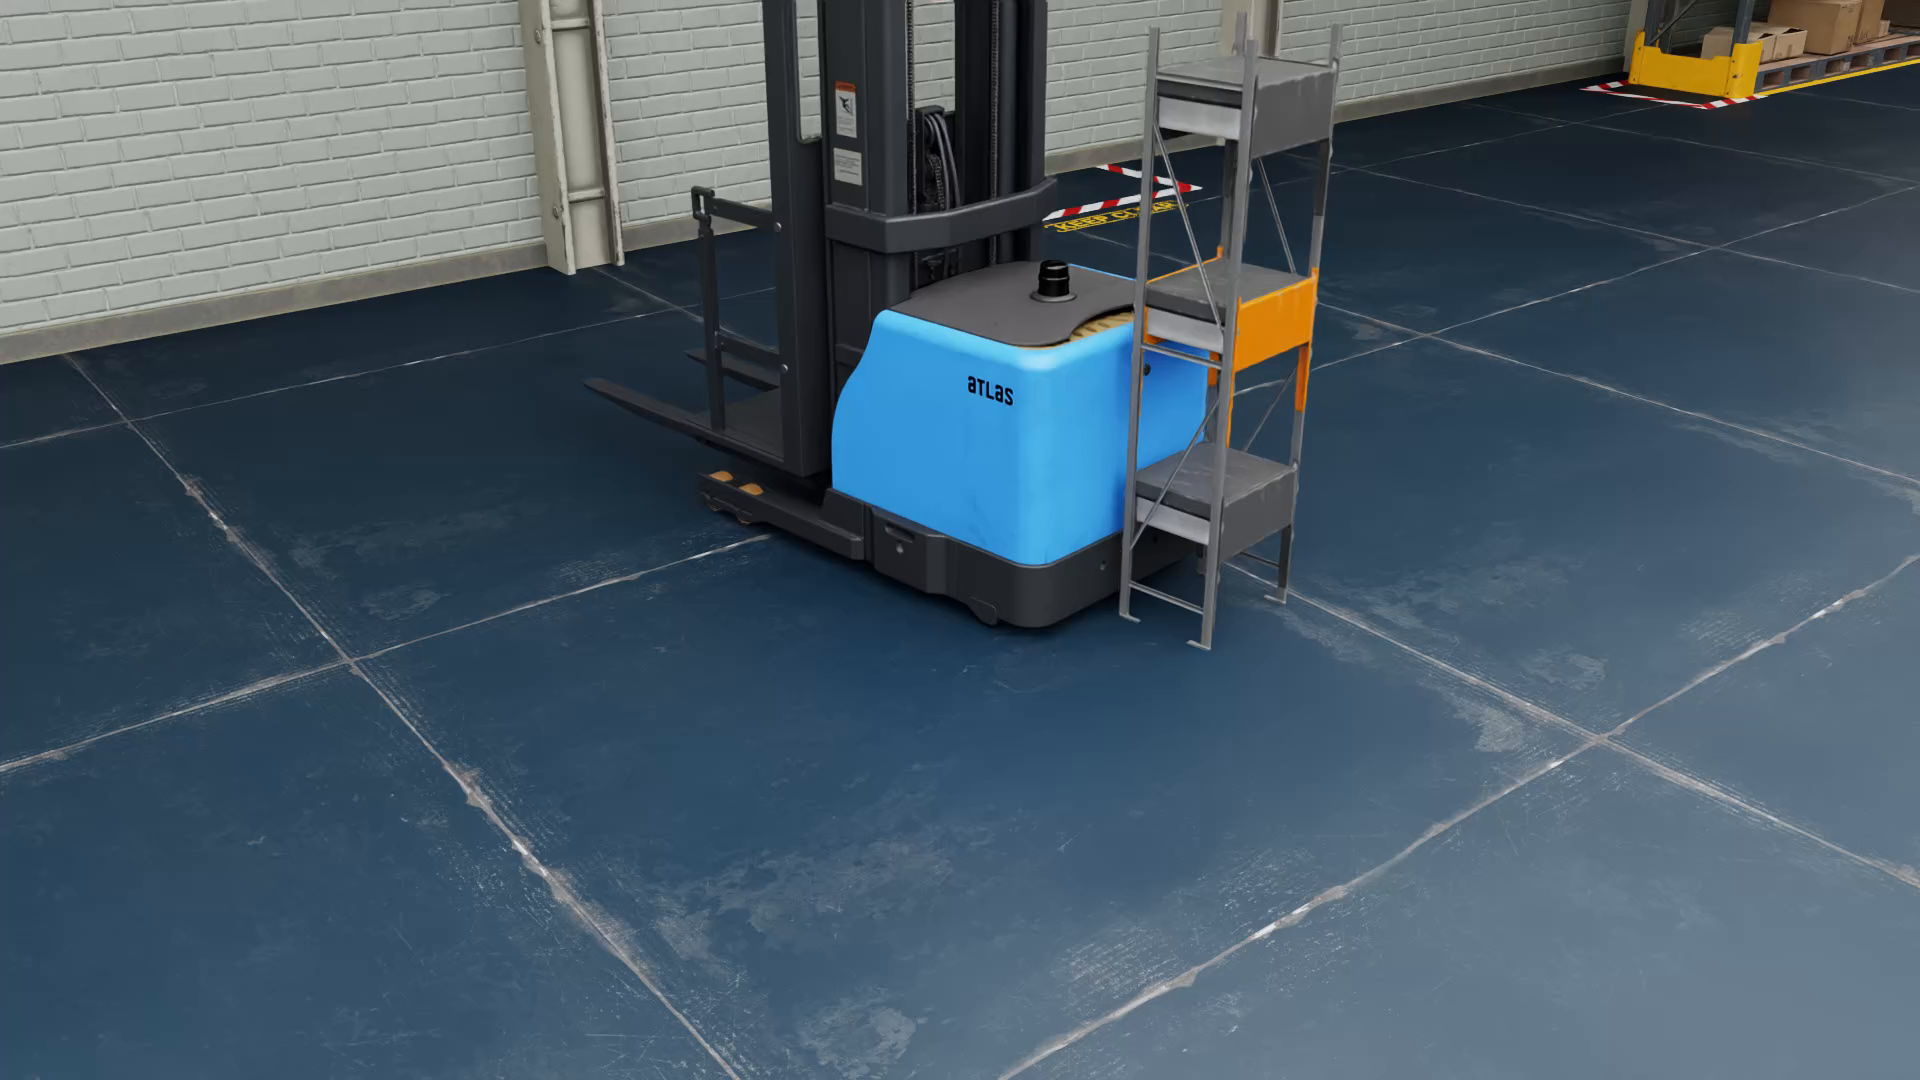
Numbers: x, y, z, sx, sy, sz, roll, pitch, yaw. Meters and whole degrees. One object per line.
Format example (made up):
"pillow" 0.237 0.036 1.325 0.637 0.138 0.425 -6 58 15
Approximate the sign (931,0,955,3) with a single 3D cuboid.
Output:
"sign" -0.108 -3.937 11.627 0.234 0.329 0.001 -18 31 -34

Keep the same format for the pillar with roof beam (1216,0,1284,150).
"pillar with roof beam" 5.016 -5.954 8.891 0.400 9.000 9.100 -18 31 -34

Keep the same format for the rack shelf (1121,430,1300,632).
"rack shelf" 0.905 -0.043 6.040 0.431 0.518 0.480 22 33 38

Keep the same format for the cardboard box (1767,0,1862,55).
"cardboard box" 8.720 -5.287 17.026 0.500 0.500 0.700 -21 32 -37

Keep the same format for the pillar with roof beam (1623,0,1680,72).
"pillar with roof beam" 9.737 -7.513 12.249 0.400 9.000 9.100 -18 31 -34

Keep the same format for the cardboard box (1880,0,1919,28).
"cardboard box" 10.780 -6.051 18.672 0.500 0.500 0.700 -17 30 -32

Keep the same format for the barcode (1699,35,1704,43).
"barcode" 7.431 -5.021 16.666 0.075 0.075 0.001 -18 31 -34

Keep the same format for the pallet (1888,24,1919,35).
"pallet" 10.823 -5.727 18.838 1.213 0.211 1.003 -18 31 -34

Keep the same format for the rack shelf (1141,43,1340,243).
"rack shelf" 0.912 -1.310 5.444 0.431 0.518 0.480 22 33 38

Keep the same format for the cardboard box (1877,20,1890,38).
"cardboard box" 9.809 -5.554 17.997 0.380 0.166 0.250 22 33 39

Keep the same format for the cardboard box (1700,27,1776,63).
"cardboard box" 7.664 -4.879 16.372 0.500 0.311 0.500 -23 33 -40

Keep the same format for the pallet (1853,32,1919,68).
"pallet" 9.705 -5.338 18.000 1.213 0.211 1.003 -18 31 -34

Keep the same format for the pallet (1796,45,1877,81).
"pallet" 8.744 -5.019 17.314 1.213 0.211 1.003 -18 31 -34

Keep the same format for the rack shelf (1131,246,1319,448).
"rack shelf" 0.908 -0.677 5.742 0.431 0.518 0.480 22 33 38

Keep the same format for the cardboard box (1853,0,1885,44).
"cardboard box" 9.419 -5.572 17.639 0.500 0.500 0.500 -21 32 -38

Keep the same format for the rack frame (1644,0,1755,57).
"rack frame" 7.064 -5.750 15.576 0.127 3.000 1.000 -18 31 -34

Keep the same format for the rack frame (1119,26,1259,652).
"rack frame" 0.743 -0.613 5.573 0.400 2.100 0.015 22 33 38

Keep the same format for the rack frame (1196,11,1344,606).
"rack frame" 1.074 -0.765 5.899 0.400 2.100 0.015 22 33 38

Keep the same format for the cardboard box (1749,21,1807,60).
"cardboard box" 8.112 -5.028 16.691 0.500 0.311 0.500 -15 29 -30

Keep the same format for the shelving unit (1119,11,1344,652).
"shelving unit" 0.908 -0.689 5.736 0.431 2.100 0.503 22 33 38

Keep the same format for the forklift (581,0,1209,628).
"forklift" -0.465 -1.535 6.575 3.031 2.935 1.130 22 33 39

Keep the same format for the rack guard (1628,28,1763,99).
"rack guard" 7.123 -4.636 16.144 0.348 0.500 1.175 -18 31 -34

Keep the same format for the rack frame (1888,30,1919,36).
"rack frame" 10.211 -6.789 17.814 0.127 3.000 1.000 -18 31 -34

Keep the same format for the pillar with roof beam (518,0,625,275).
"pillar with roof beam" 0.294 -4.396 5.532 0.400 9.000 9.100 -18 31 -34

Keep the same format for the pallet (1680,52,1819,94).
"pallet" 7.784 -4.704 16.635 1.213 0.211 1.003 -18 31 -34
